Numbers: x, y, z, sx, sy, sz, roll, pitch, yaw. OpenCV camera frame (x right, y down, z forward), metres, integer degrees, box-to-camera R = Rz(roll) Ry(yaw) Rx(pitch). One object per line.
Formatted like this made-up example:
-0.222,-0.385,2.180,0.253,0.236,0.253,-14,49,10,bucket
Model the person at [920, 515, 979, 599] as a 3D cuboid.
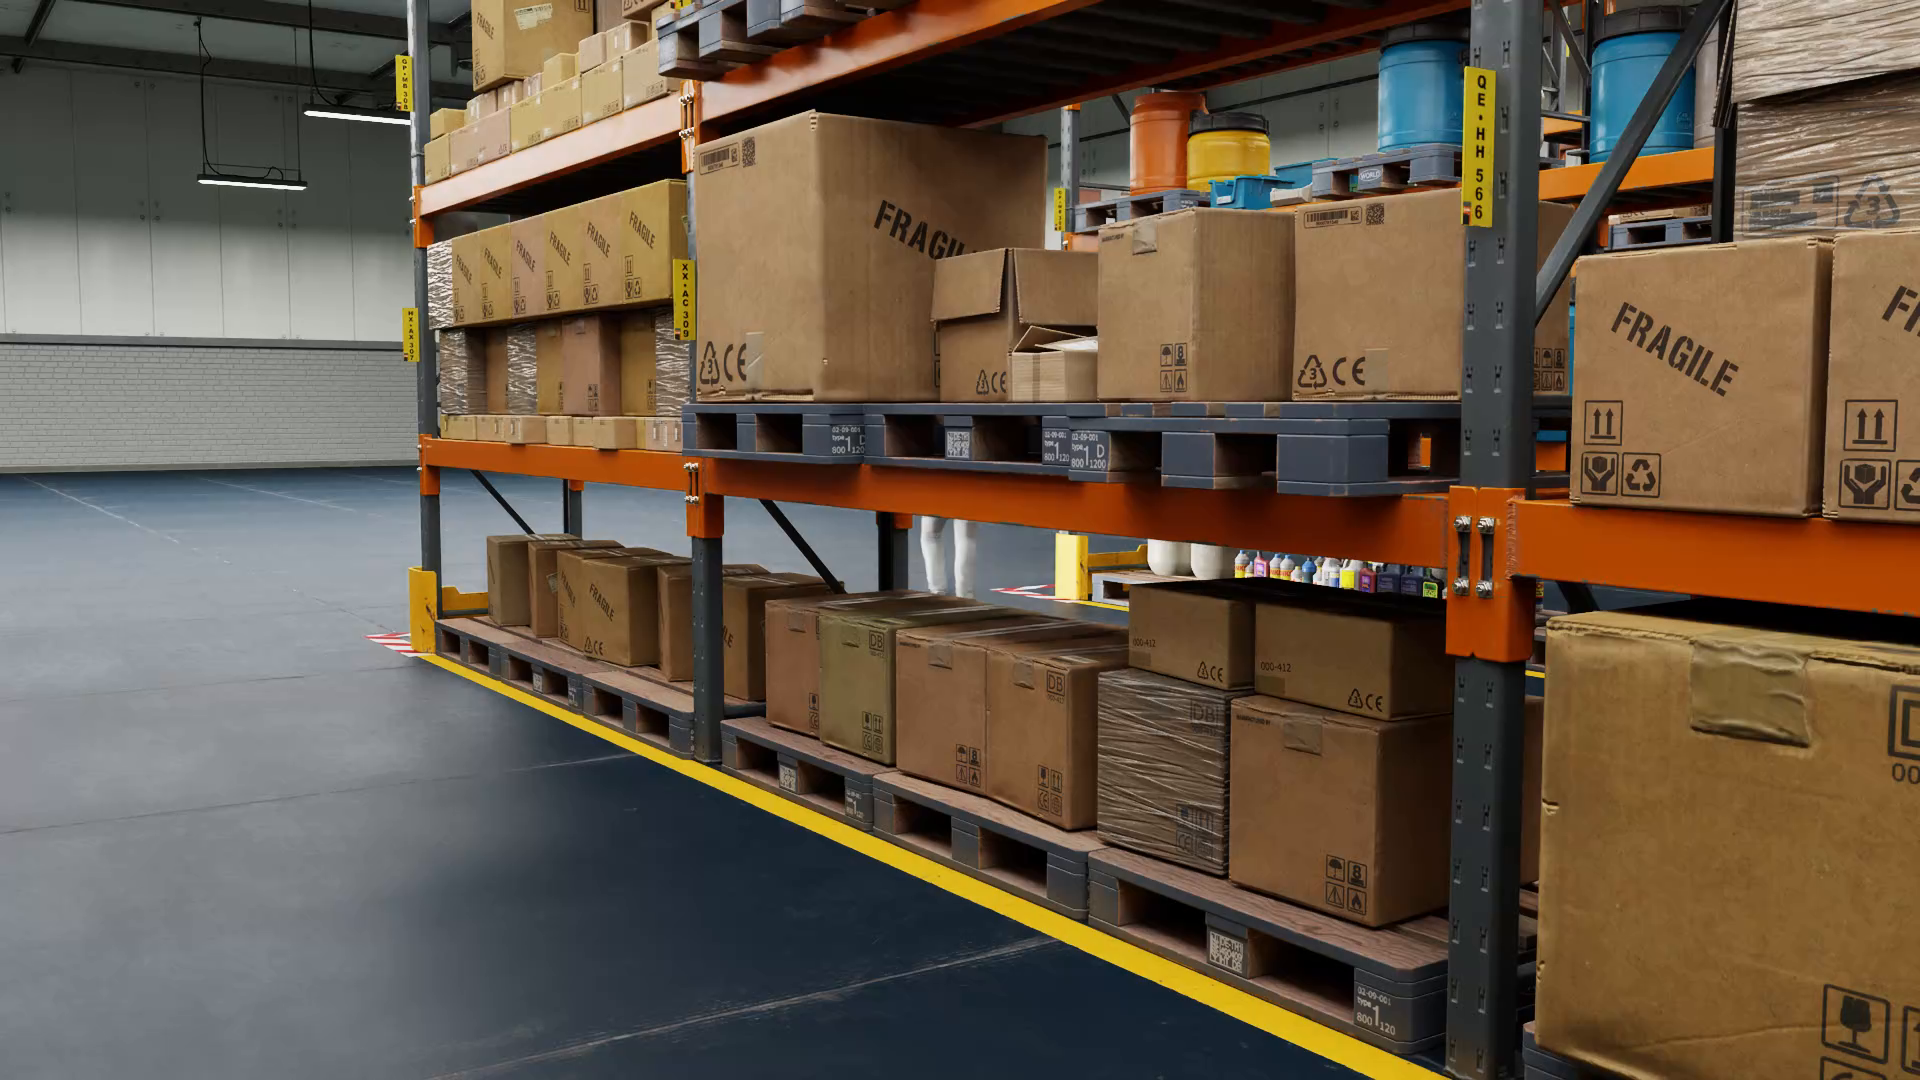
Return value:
-0.048,-0.339,12.147,0.578,1.854,0.573,0,5,-5,person
